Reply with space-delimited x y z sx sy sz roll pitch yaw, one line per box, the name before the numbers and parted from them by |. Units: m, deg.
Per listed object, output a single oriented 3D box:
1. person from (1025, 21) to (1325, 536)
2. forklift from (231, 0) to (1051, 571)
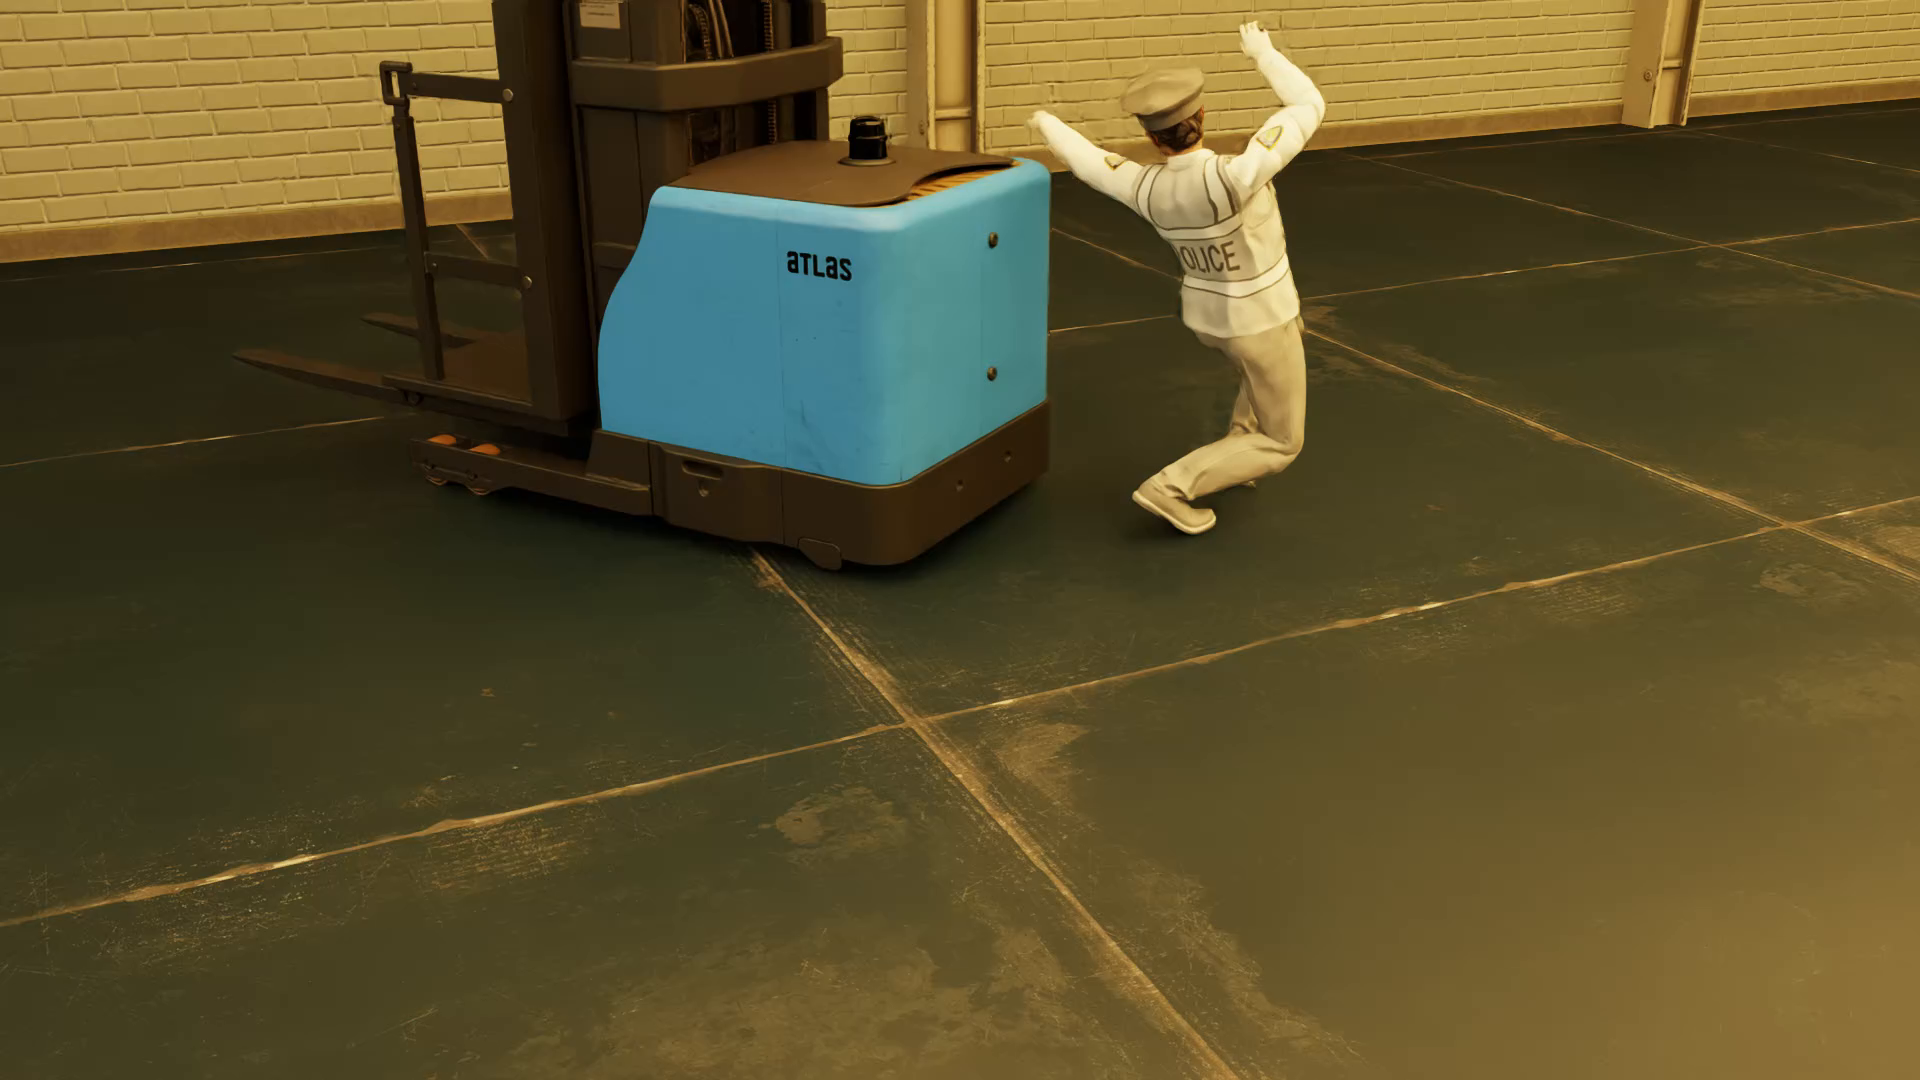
person | 0.713 -0.848 5.234 0.826 1.522 1.015 -14 26 -30
forklift | -1.238 -1.661 5.285 3.031 2.935 1.130 12 26 27
